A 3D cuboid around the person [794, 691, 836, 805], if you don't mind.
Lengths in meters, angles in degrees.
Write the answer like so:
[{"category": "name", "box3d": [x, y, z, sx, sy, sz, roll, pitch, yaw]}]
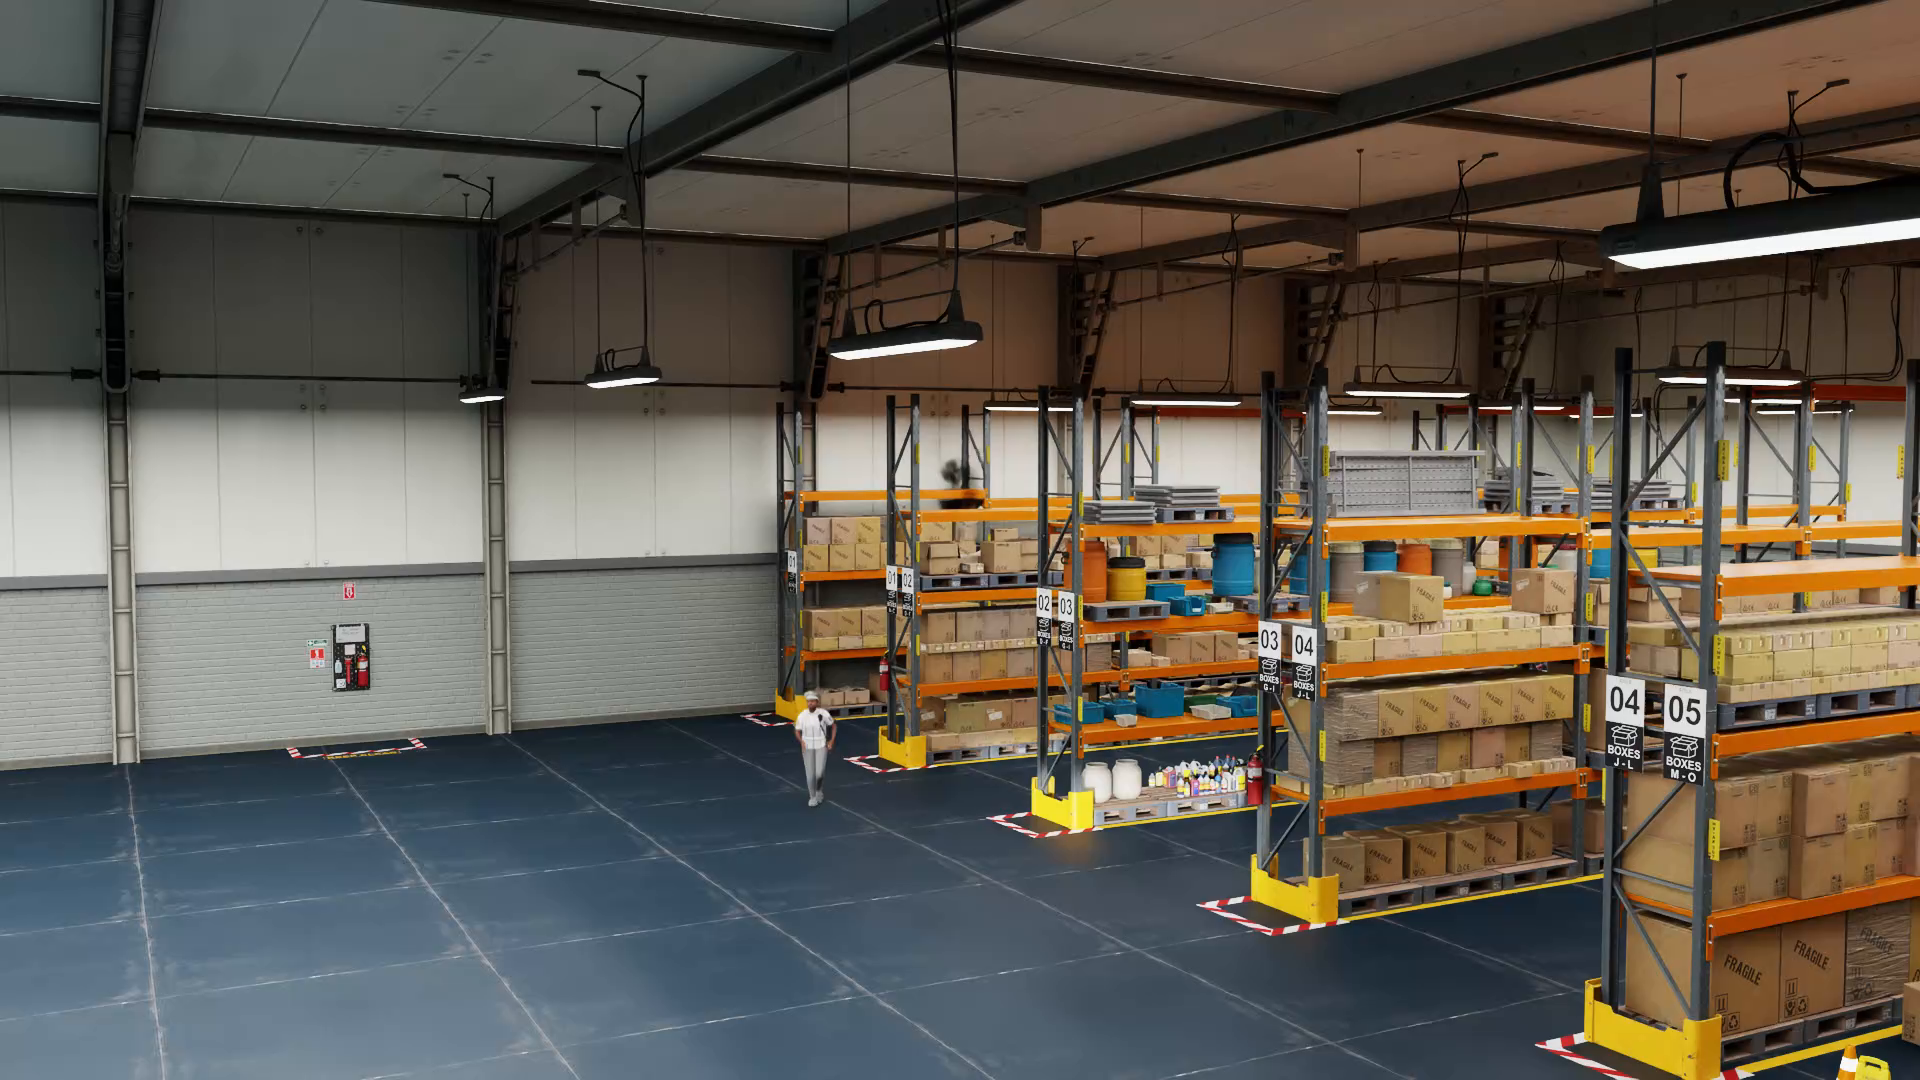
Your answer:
[{"category": "person", "box3d": [-2.080, 2.987, 23.819, 0.590, 1.661, 0.552, 0, 3, 1]}]
